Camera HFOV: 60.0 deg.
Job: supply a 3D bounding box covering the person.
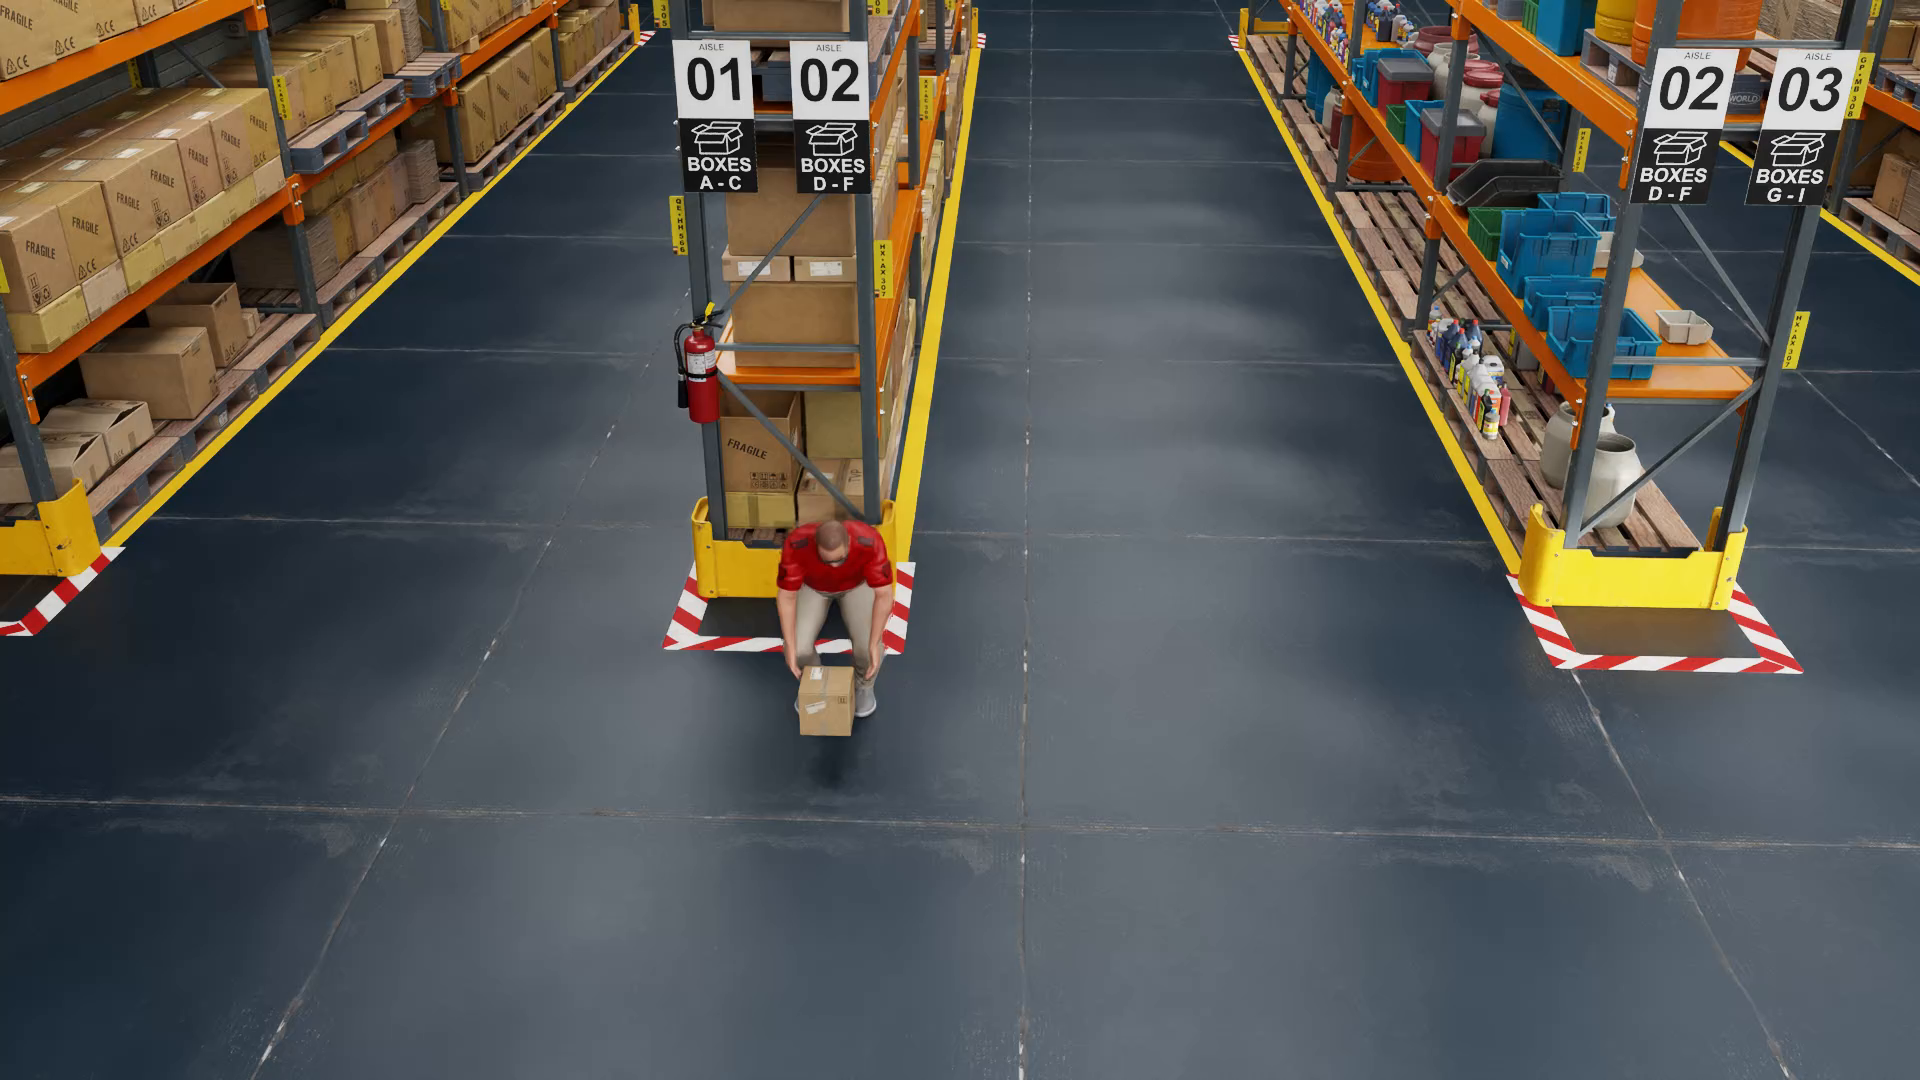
[{"bbox_3d":[-0.620,0.335,8.508,0.587,1.263,0.778,1,28,2],"label":"person"}]
